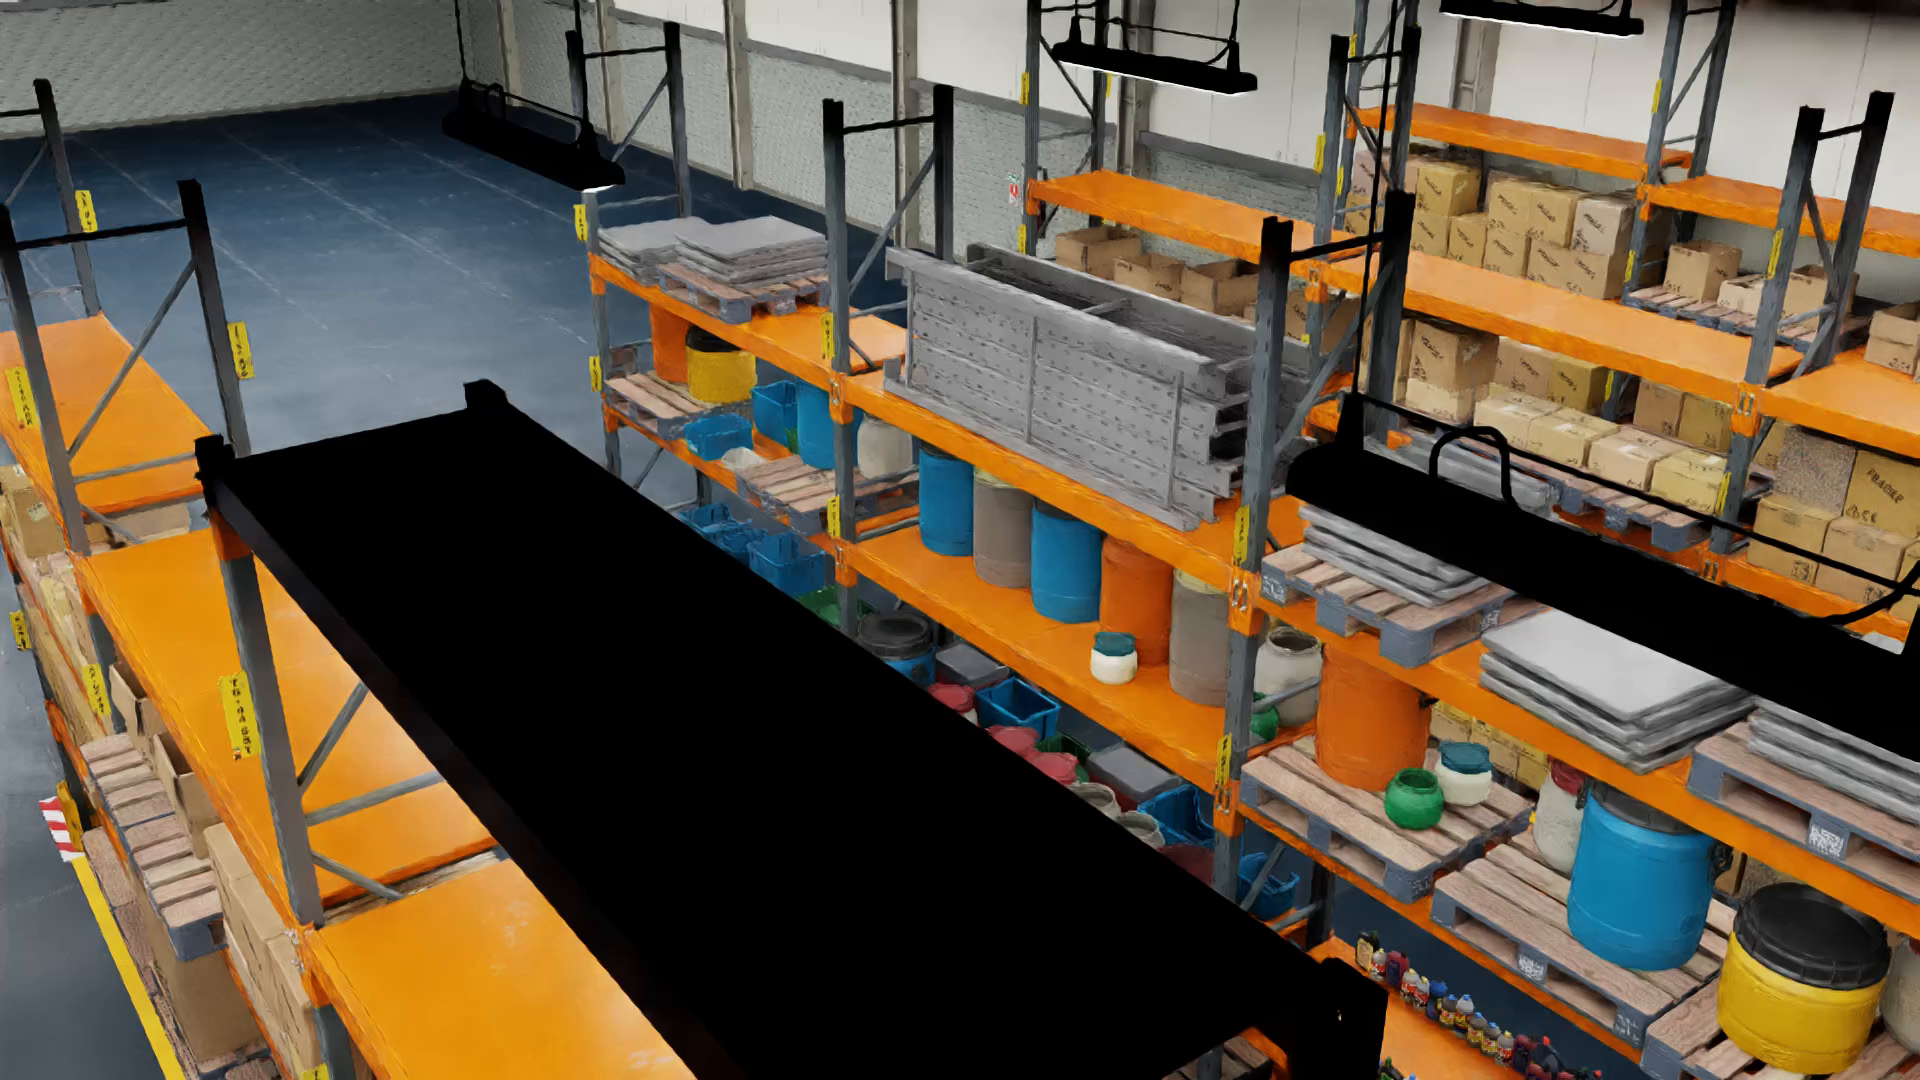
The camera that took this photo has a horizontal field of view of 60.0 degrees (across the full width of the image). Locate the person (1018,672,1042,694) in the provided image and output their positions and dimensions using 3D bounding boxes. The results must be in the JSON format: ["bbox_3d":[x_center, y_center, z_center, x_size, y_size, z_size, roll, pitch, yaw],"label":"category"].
[{"bbox_3d":[0.466,0.941,15.016,0.448,1.590,1.110,-16,29,-31],"label":"person"}]
